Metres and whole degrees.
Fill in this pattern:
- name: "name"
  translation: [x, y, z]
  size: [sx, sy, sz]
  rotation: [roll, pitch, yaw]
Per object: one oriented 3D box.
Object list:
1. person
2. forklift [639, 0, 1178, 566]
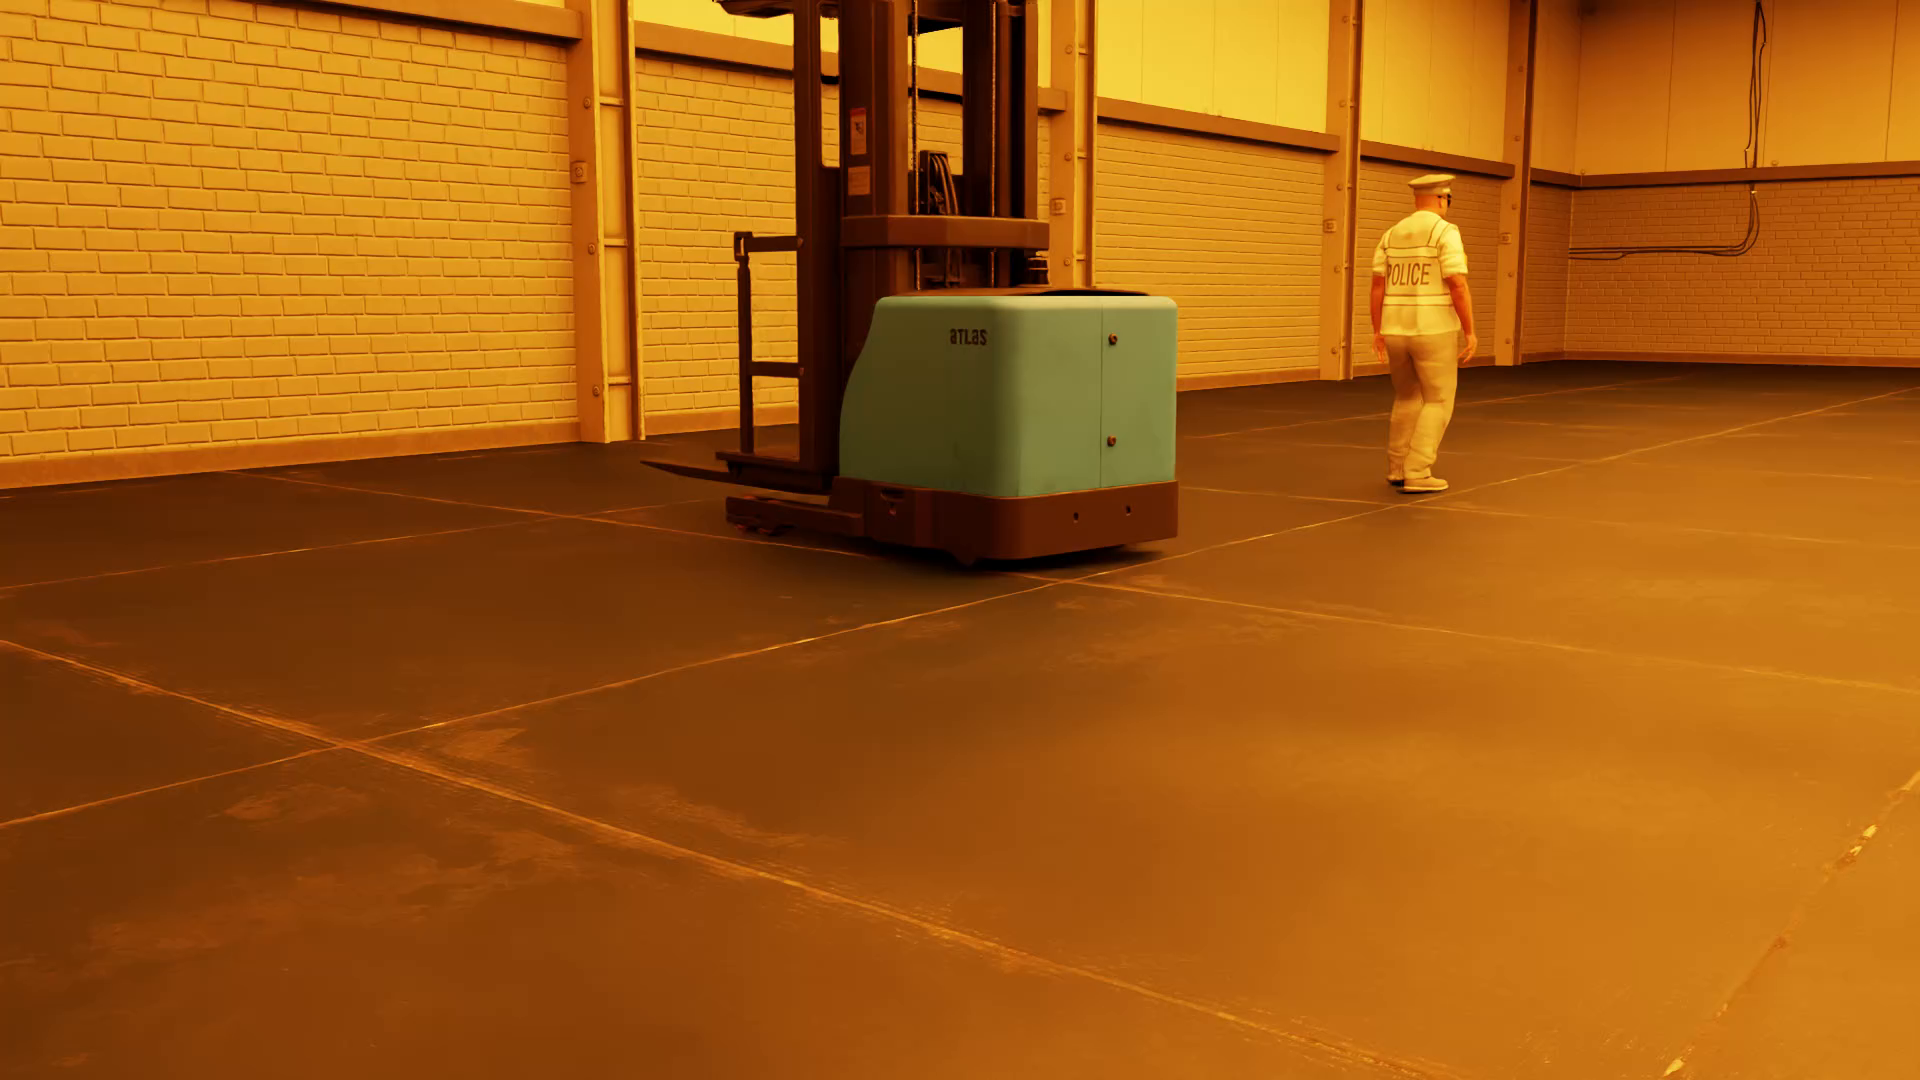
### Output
- name: "person"
  translation: [2.607, -1.127, 9.266]
  size: [0.542, 1.791, 0.631]
  rotation: [-6, 10, -35]
- name: "forklift"
  translation: [-0.432, -1.511, 7.611]
  size: [1.130, 2.935, 3.031]
  rotation: [-7, 11, -41]
